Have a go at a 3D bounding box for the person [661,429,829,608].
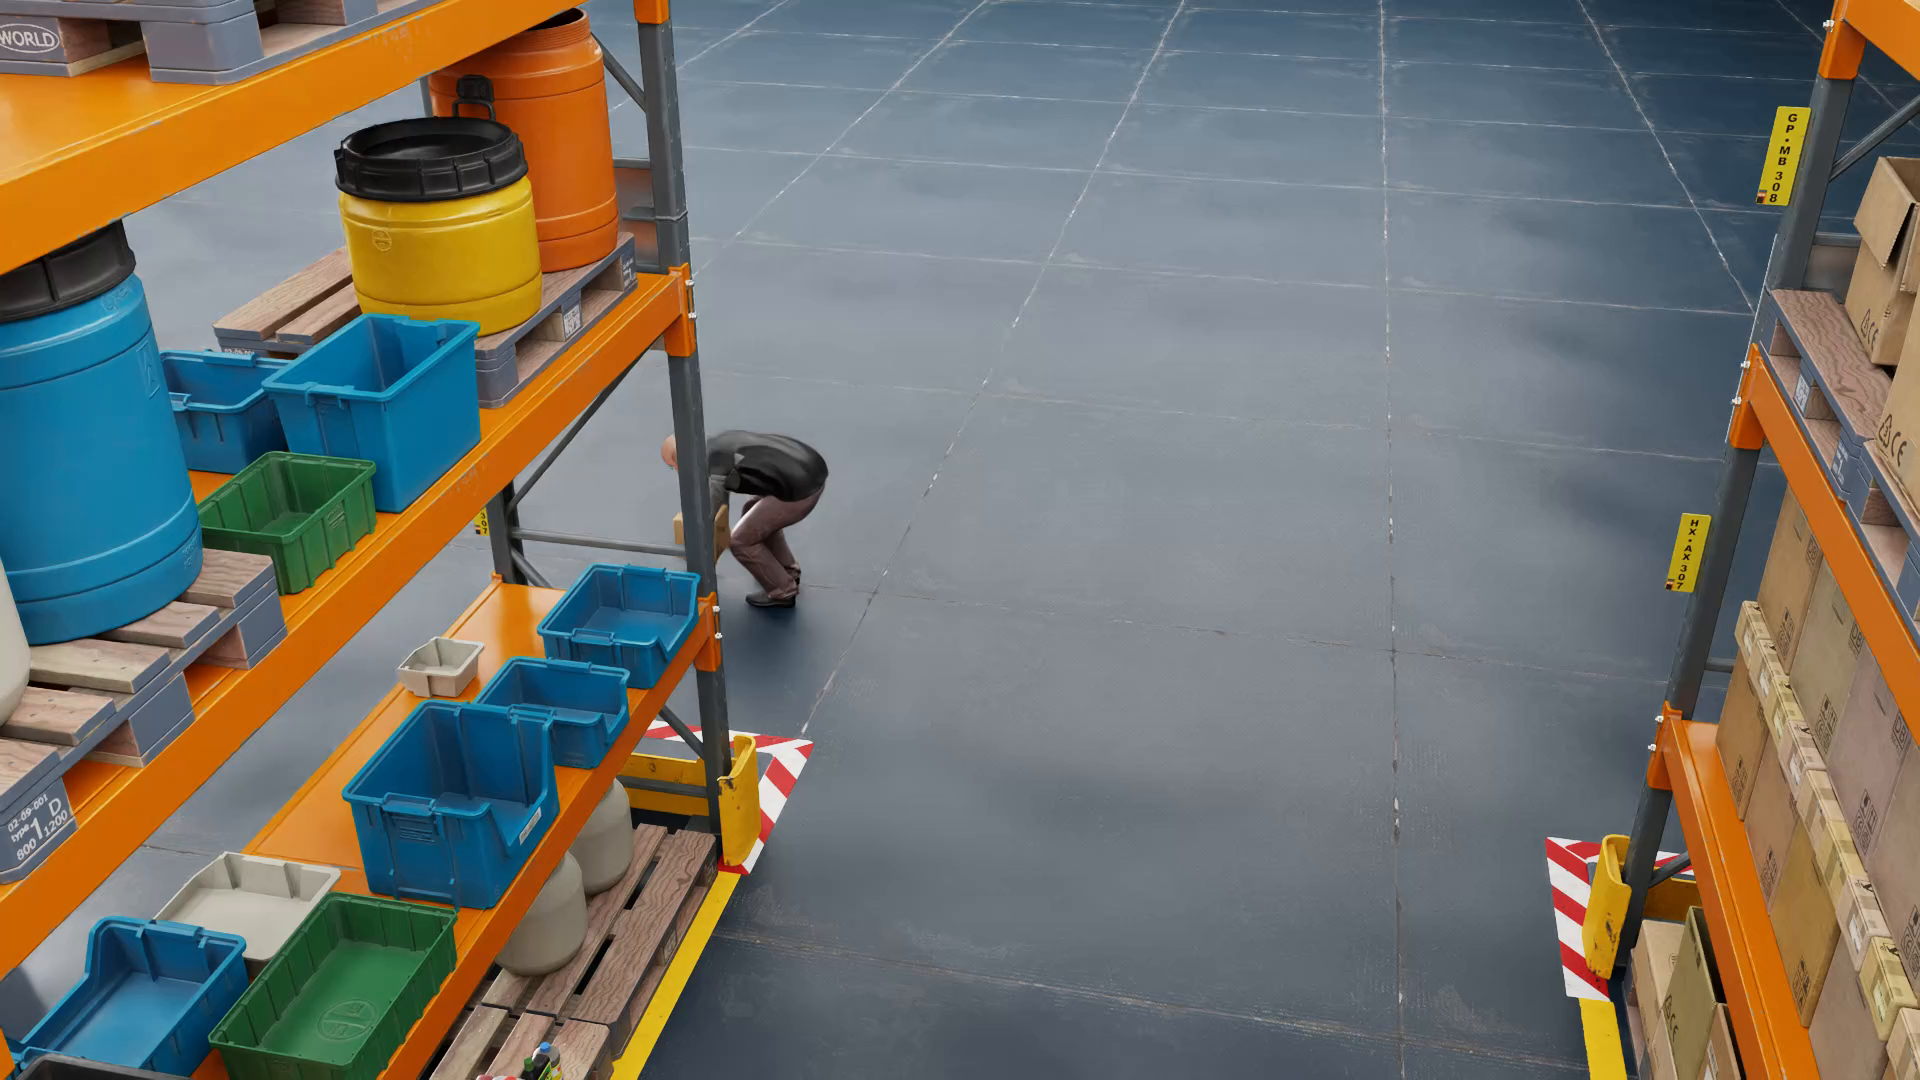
[{"bbox_3d":[-1.238,-0.148,9.649,0.949,1.023,0.504,5,29,8],"label":"person"}]
